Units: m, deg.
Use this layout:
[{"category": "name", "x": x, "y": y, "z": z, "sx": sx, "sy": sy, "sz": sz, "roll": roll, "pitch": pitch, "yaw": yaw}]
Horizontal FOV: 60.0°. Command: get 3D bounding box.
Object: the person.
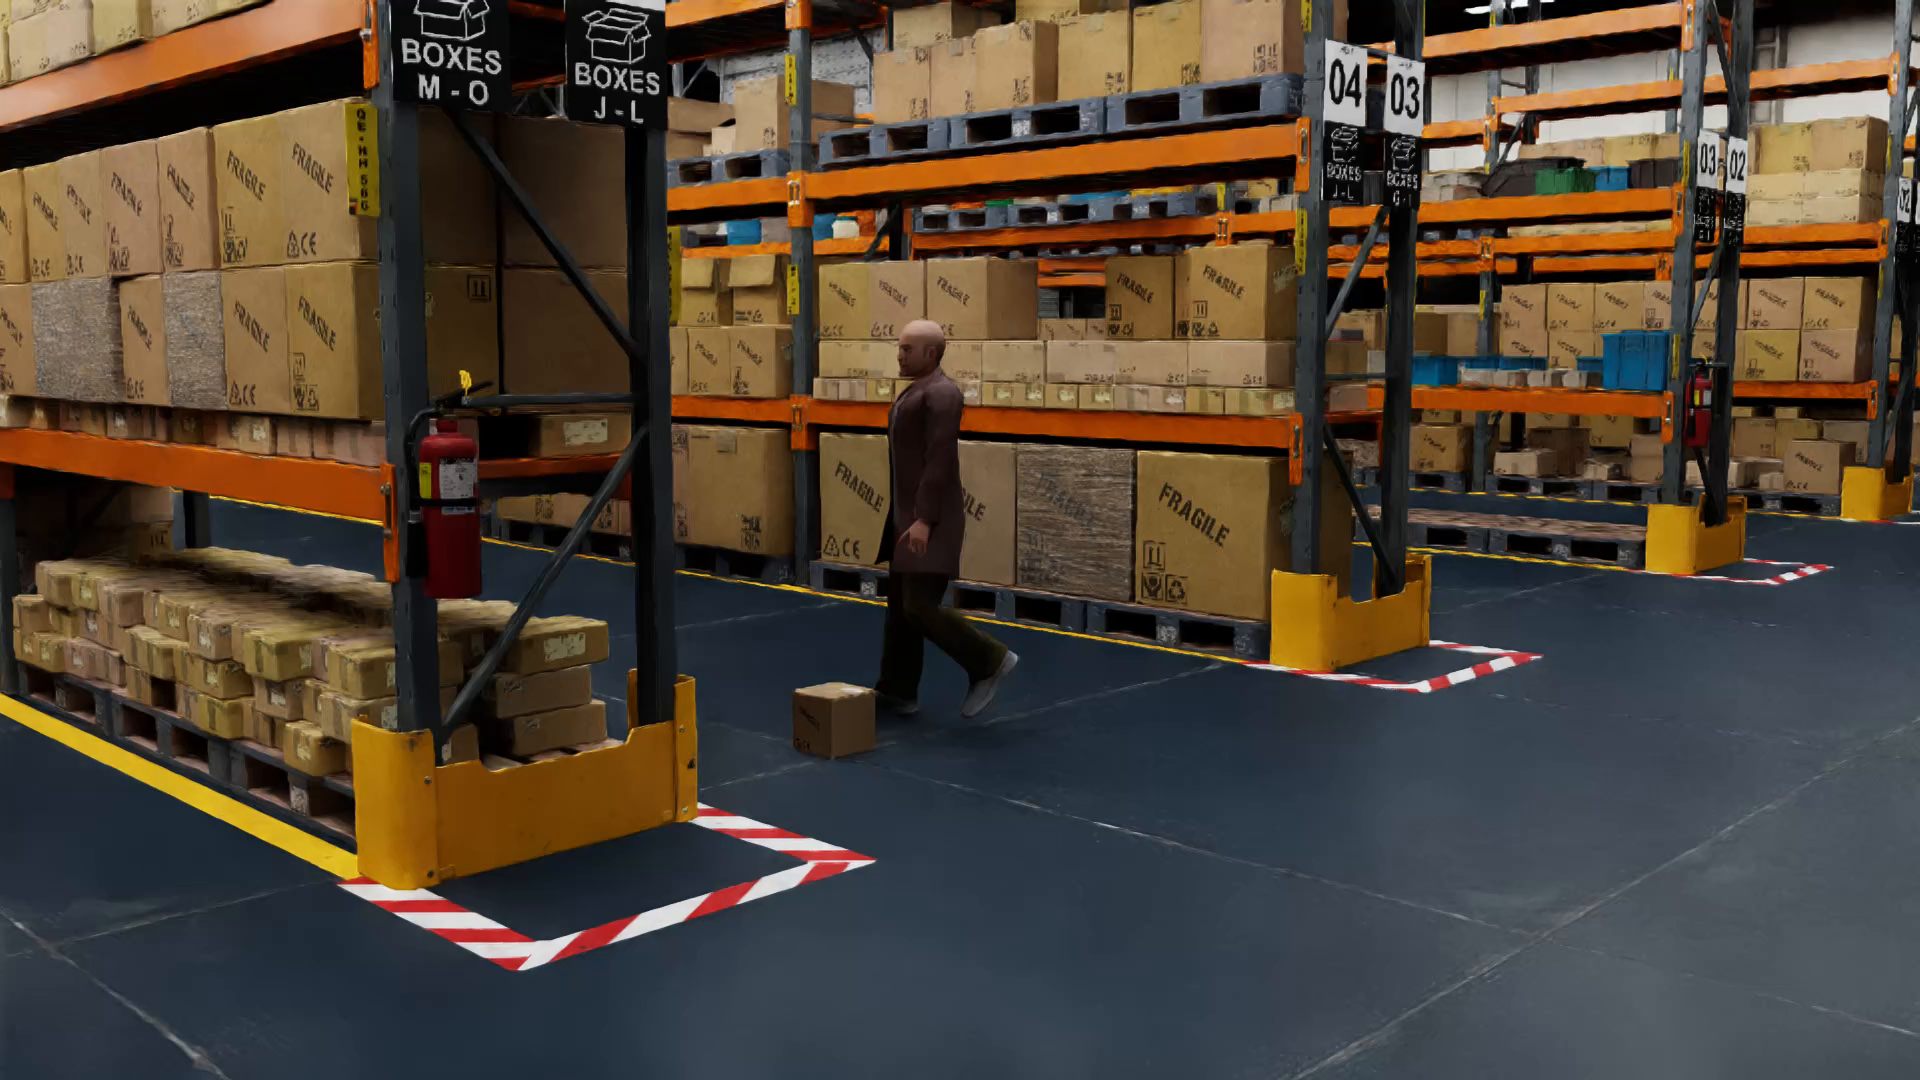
[{"category": "person", "x": -0.122, "y": -0.045, "z": 7.308, "sx": 0.704, "sy": 1.708, "sz": 0.695, "roll": -2, "pitch": 7, "yaw": -18}]
